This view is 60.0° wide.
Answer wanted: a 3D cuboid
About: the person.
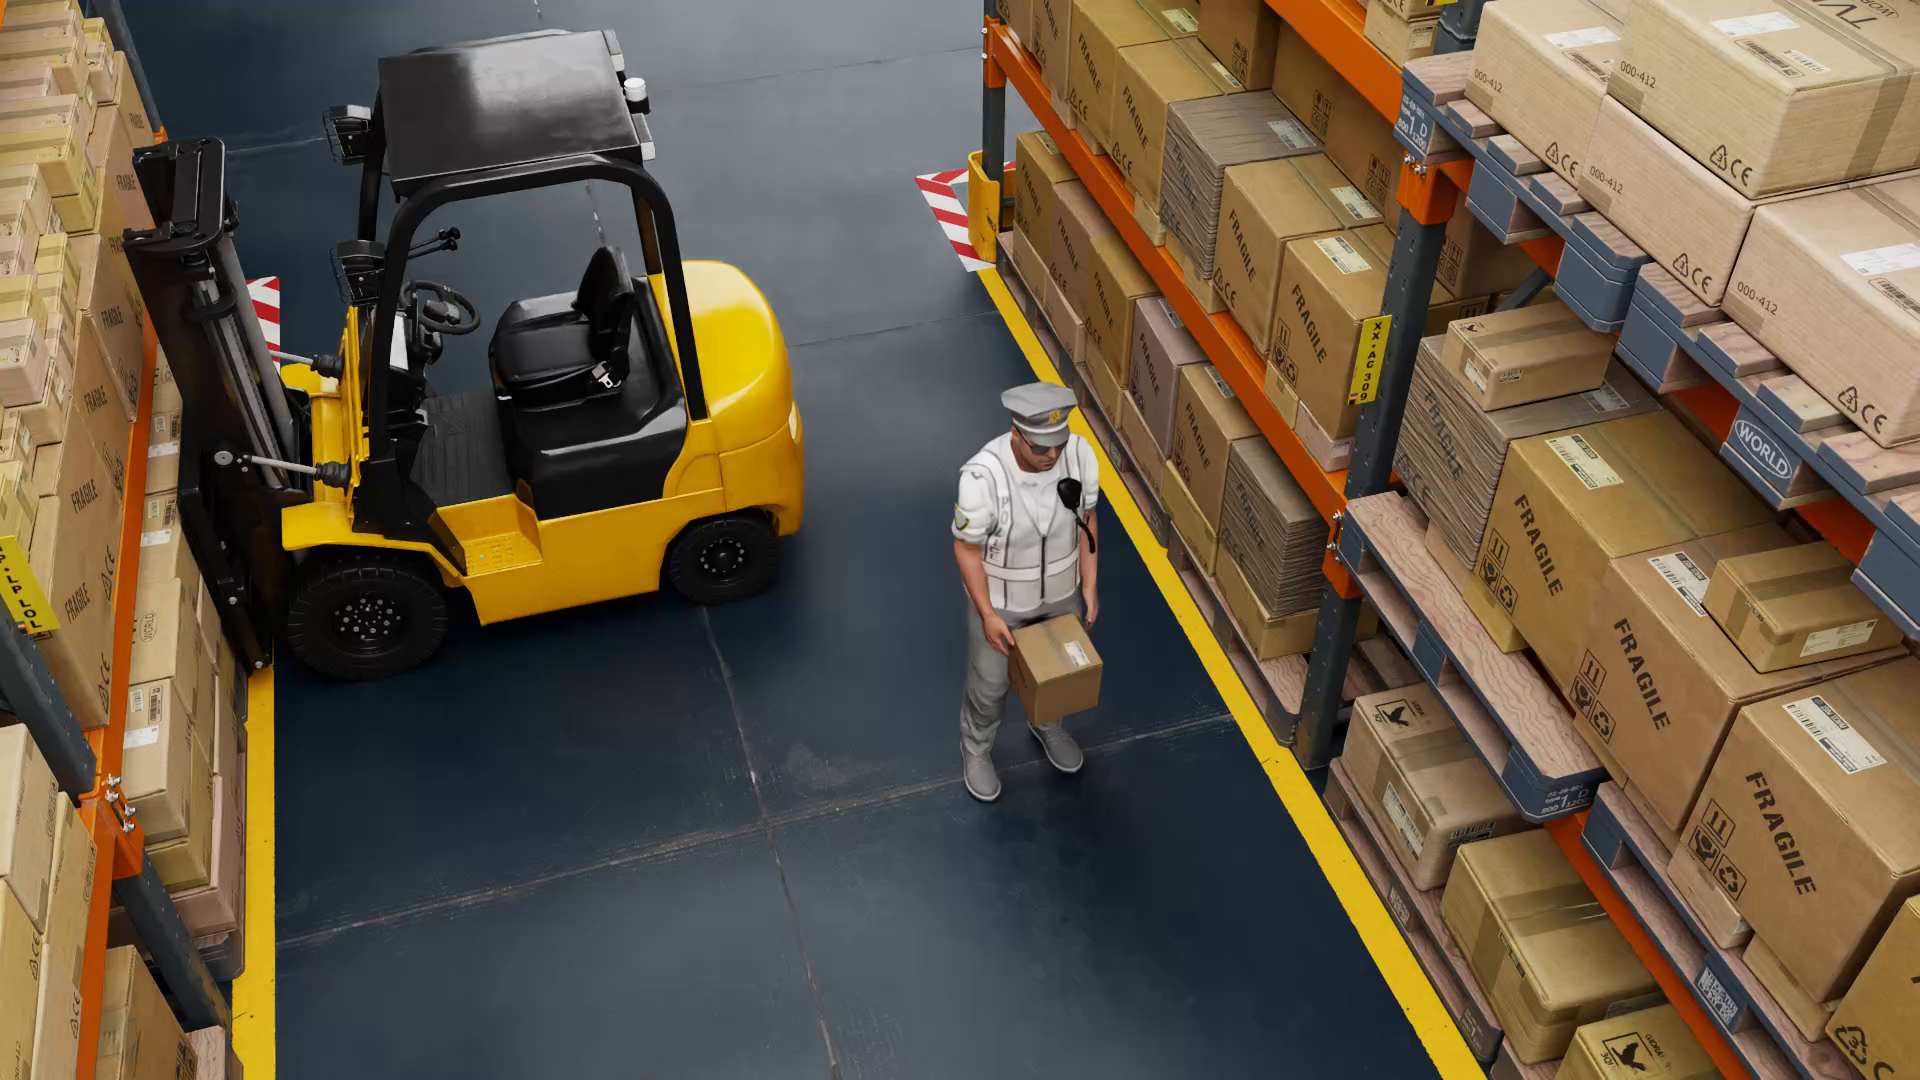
[{"bbox_3d":[0.237,0.166,5.958,0.547,1.763,0.444,-15,44,-16],"label":"person"}]
